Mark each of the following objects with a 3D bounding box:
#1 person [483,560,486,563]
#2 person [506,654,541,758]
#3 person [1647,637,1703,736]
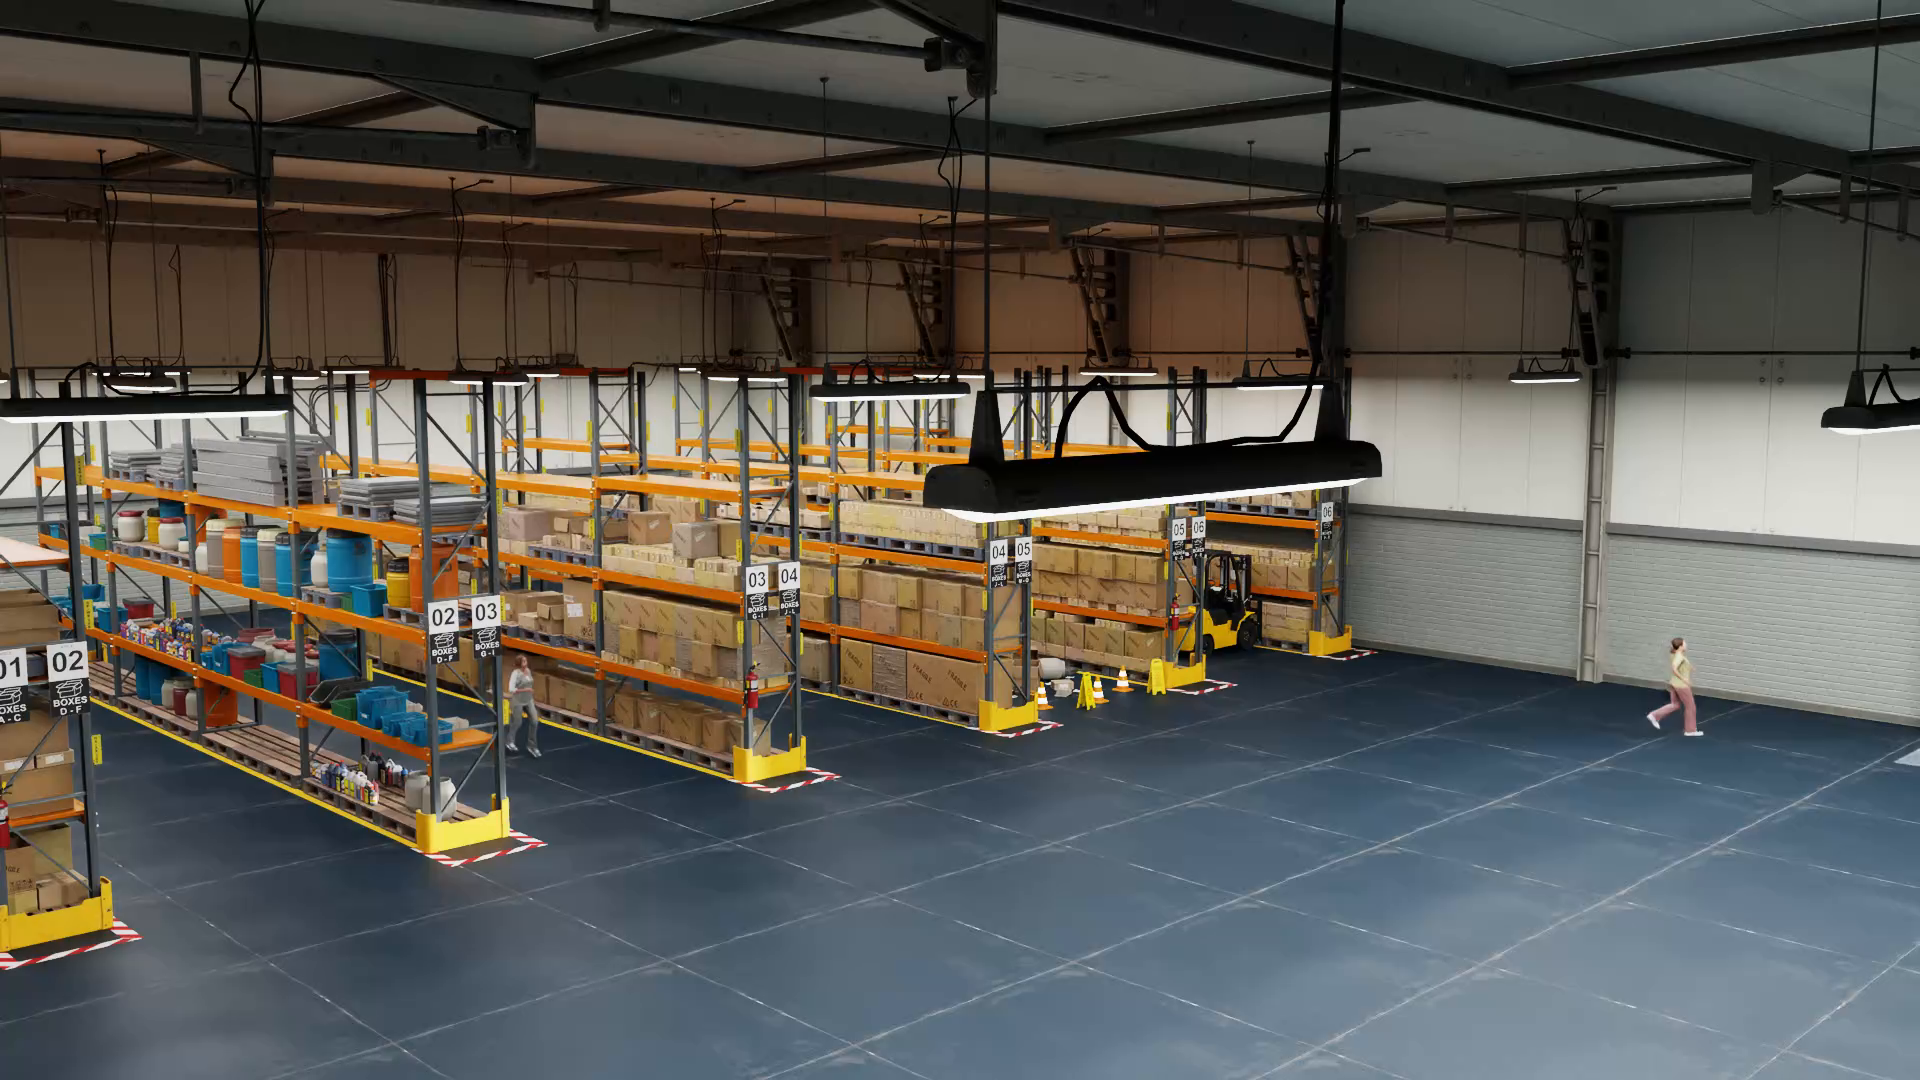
[{"bbox_3d":[-10.858,1.277,37.607,0.596,1.676,0.673,-5,8,-35],"label":"person"},{"bbox_3d":[-6.882,2.595,26.071,0.727,1.640,0.525,5,8,37],"label":"person"},{"bbox_3d":[11.836,2.414,27.424,0.896,1.643,0.588,0,6,4],"label":"person"}]
